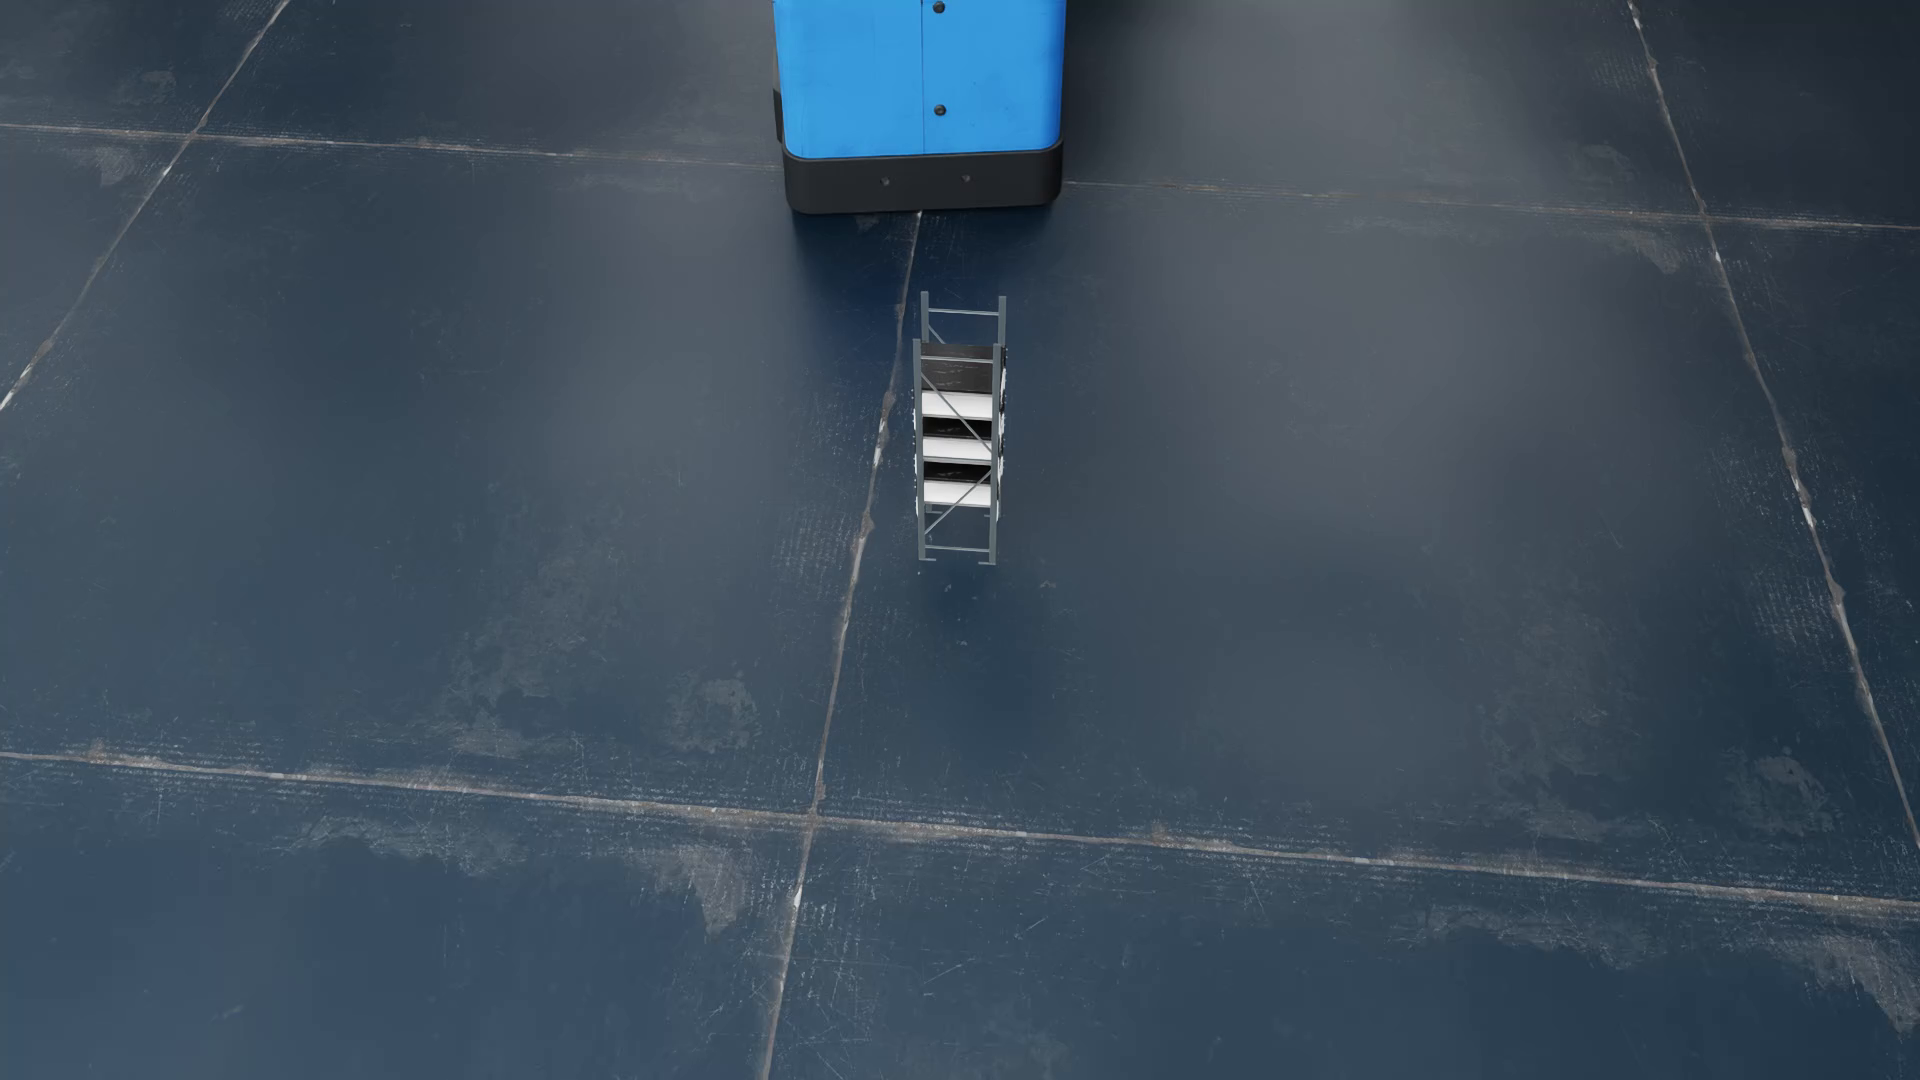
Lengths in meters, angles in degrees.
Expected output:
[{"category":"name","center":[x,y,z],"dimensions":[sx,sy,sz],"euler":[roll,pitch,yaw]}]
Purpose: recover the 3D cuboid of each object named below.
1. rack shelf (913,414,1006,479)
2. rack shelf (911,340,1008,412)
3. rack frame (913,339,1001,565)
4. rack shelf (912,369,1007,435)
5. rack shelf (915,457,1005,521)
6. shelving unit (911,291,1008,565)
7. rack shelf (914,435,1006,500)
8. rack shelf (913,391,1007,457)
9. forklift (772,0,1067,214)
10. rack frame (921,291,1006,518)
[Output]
[{"category":"rack shelf","center":[0.001,-0.287,4.948],"dimensions":[0.258,0.077,0.200],"euler":[4,48,4]},{"category":"rack shelf","center":[0.001,-0.469,4.749],"dimensions":[0.258,0.077,0.200],"euler":[4,48,4]},{"category":"rack frame","center":[-0.009,-0.235,4.855],"dimensions":[0.240,0.900,0.006],"euler":[4,48,4]},{"category":"rack shelf","center":[0.001,-0.409,4.815],"dimensions":[0.258,0.077,0.200],"euler":[4,48,4]},{"category":"rack shelf","center":[0.001,-0.166,5.081],"dimensions":[0.258,0.077,0.200],"euler":[4,48,4]},{"category":"shelving unit","center":[0.001,-0.310,4.923],"dimensions":[0.258,0.900,0.210],"euler":[4,48,4]},{"category":"rack shelf","center":[0.001,-0.226,5.014],"dimensions":[0.258,0.077,0.200],"euler":[4,48,4]},{"category":"rack shelf","center":[0.001,-0.348,4.882],"dimensions":[0.258,0.077,0.200],"euler":[4,48,4]},{"category":"forklift","center":[-0.231,-3.305,6.287],"dimensions":[1.130,2.935,3.031],"euler":[-3,48,-3]},{"category":"rack frame","center":[0.010,-0.384,4.992],"dimensions":[0.240,0.900,0.006],"euler":[4,48,4]}]
